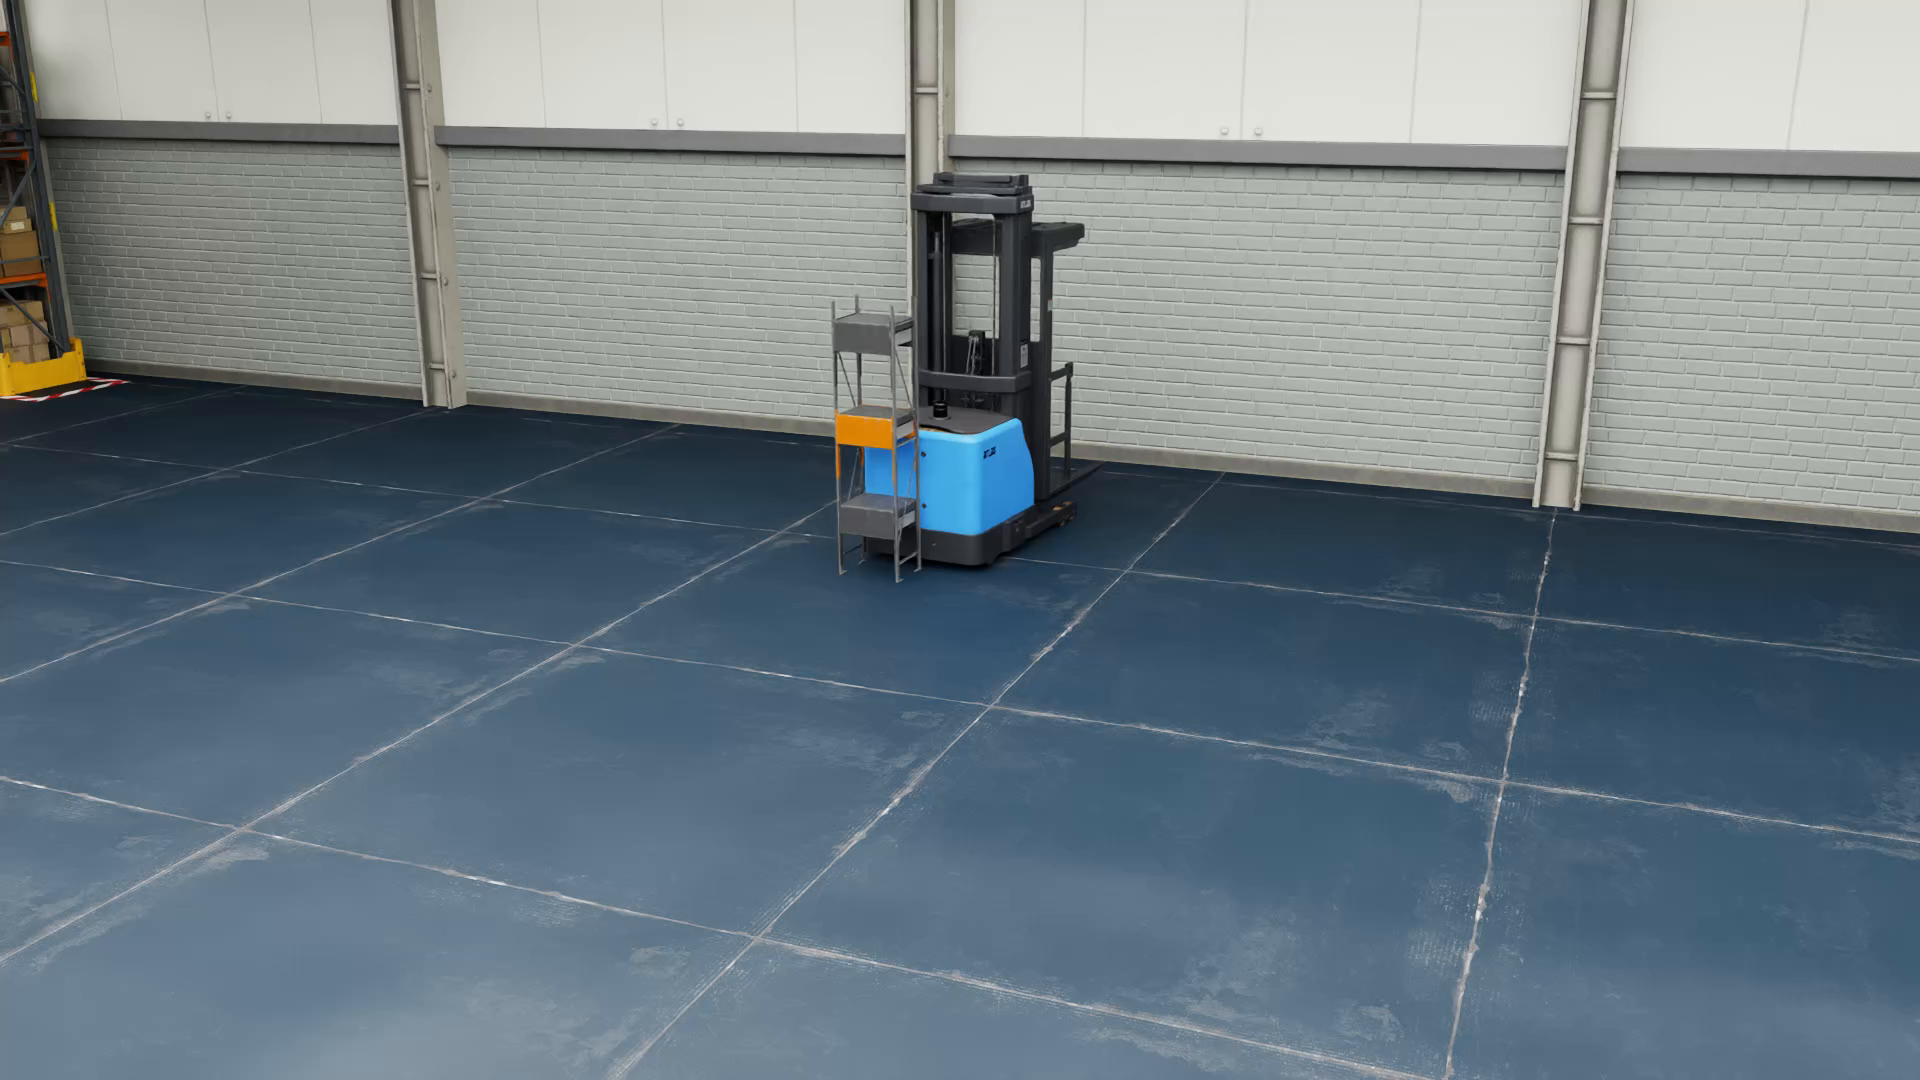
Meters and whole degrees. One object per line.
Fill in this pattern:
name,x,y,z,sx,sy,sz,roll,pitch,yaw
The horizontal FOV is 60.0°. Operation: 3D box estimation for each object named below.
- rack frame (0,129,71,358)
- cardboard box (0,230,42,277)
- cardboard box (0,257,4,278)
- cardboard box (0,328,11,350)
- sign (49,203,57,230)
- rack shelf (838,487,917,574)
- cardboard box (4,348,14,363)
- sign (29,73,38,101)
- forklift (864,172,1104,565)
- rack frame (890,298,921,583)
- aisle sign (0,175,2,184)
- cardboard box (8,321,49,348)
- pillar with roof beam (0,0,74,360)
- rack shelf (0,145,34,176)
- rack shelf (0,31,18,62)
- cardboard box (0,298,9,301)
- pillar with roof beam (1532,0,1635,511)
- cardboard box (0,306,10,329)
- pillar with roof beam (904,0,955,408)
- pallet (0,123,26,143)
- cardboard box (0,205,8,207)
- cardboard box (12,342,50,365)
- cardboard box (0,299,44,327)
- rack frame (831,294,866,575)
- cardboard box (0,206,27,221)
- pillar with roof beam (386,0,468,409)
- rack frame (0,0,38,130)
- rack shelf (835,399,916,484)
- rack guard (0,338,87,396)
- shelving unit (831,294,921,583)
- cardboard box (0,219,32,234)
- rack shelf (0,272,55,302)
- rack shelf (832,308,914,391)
rack frame,-11.132,-3.292,19.633,0.127,3.000,1.000,6,17,21
cardboard box,-11.491,-3.463,20.041,0.500,0.500,0.500,7,18,22
cardboard box,-11.686,-3.322,19.558,0.500,0.500,0.500,6,17,19
cardboard box,-11.699,-2.382,19.780,0.500,0.250,0.500,6,17,20
sign,-10.923,-3.889,19.995,0.005,0.325,0.100,6,17,21
rack shelf,-0.616,-0.077,12.717,0.480,0.518,0.431,7,19,24
cardboard box,-11.685,-2.139,19.841,0.500,0.250,0.500,6,17,21
sign,-10.923,-5.334,19.575,0.005,0.325,0.100,6,17,21
forklift,0.351,-1.575,13.841,1.130,2.935,3.031,8,18,26
rack frame,-0.401,-0.730,12.406,0.015,2.100,0.400,7,19,24
aisle sign,-11.178,-4.457,18.985,0.004,0.787,0.394,6,17,21
cardboard box,-11.493,-2.515,20.239,0.500,0.250,0.500,7,17,22
pillar with roof beam,-13.028,-5.361,16.001,0.400,9.000,9.100,6,17,21
rack shelf,-12.992,-4.592,20.020,4.000,0.370,1.077,6,17,21
rack shelf,-12.992,-5.840,19.657,4.000,0.370,1.077,6,17,21
cardboard box,-11.976,-2.802,20.329,0.500,0.250,0.500,6,17,21
pillar with roof beam,3.716,-3.520,9.658,0.400,9.000,9.100,6,17,21
cardboard box,-11.675,-2.620,19.702,0.500,0.250,0.500,7,18,22
pillar with roof beam,-1.865,-4.134,11.773,0.400,9.000,9.100,6,17,21
pallet,-11.780,-4.769,19.499,1.213,0.211,1.003,6,17,21
cardboard box,-11.590,-3.927,19.946,0.250,0.149,0.380,7,18,23
cardboard box,-11.517,-2.274,20.305,0.500,0.250,0.500,6,17,21
cardboard box,-11.509,-2.752,20.157,0.500,0.250,0.500,6,17,20
rack frame,-0.842,-0.788,12.606,0.015,2.100,0.400,7,19,24
cardboard box,-11.366,-3.884,19.796,0.250,0.149,0.380,6,17,20
pillar with roof beam,-7.447,-4.748,13.887,0.400,9.000,9.100,6,17,21
rack frame,-11.132,-6.173,18.796,0.127,3.000,1.000,6,17,21
rack shelf,-0.622,-0.746,12.510,0.480,0.518,0.431,7,19,24
rack guard,-11.109,-2.089,19.973,0.348,0.500,1.175,6,17,21
shelving unit,-0.622,-0.759,12.506,0.503,2.100,0.431,7,19,24
cardboard box,-11.352,-3.753,19.880,0.250,0.149,0.380,6,17,19
rack shelf,-12.992,-3.151,20.438,4.000,0.370,1.077,6,17,21
rack shelf,-0.628,-1.415,12.303,0.480,0.518,0.431,7,19,24
